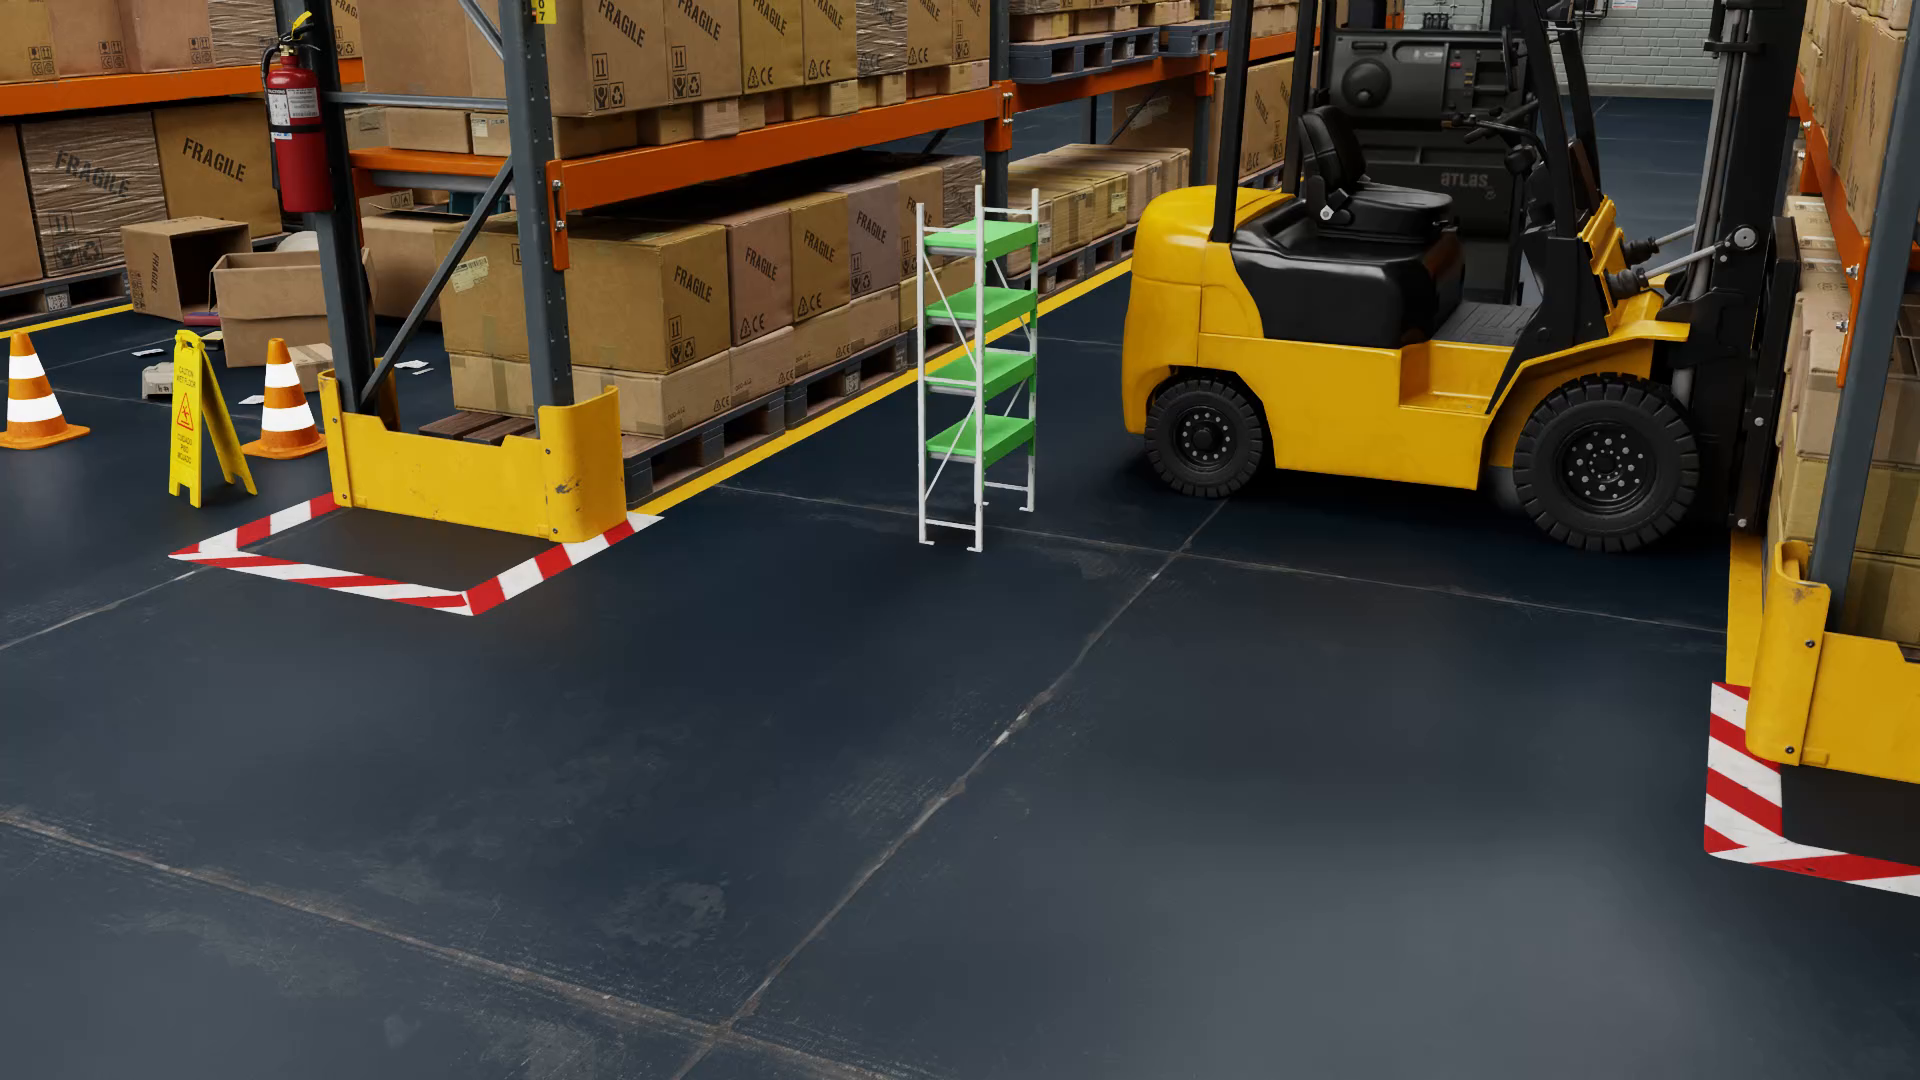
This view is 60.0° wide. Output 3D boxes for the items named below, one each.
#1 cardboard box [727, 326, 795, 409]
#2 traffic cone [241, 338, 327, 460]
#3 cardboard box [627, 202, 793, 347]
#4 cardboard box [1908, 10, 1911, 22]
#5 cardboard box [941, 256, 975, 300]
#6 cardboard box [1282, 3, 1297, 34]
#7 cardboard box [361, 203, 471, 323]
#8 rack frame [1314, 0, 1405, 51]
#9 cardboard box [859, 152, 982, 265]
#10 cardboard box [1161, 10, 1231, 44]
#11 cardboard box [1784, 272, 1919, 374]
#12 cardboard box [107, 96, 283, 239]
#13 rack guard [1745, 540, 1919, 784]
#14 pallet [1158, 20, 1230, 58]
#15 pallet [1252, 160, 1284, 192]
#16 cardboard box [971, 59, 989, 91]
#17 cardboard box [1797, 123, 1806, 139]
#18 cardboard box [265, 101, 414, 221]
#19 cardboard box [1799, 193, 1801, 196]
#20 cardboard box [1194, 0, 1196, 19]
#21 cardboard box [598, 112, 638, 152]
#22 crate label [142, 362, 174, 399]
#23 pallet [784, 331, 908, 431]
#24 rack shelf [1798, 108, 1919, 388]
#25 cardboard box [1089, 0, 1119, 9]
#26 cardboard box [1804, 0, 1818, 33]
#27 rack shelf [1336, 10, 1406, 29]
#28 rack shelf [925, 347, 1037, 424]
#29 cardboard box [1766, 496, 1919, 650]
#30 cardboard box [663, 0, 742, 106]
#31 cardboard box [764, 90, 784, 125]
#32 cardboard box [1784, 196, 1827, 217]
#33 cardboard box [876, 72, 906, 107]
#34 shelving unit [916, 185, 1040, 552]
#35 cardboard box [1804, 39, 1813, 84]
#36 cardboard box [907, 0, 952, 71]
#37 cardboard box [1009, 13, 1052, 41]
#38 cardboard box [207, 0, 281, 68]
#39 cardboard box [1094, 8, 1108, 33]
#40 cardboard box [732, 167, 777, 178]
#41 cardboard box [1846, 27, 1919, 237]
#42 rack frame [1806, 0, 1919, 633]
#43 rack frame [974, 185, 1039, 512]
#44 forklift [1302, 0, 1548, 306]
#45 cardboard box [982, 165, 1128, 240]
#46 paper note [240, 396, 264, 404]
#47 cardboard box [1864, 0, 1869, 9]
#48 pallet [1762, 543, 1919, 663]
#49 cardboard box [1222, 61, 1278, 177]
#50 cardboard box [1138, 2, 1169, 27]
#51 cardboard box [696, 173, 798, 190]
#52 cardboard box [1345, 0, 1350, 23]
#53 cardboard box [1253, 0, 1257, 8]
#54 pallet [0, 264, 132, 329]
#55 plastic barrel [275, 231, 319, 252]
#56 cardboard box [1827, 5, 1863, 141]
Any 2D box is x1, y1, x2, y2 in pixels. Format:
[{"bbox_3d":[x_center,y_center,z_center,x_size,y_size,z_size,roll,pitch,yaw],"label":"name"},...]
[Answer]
[{"bbox_3d":[-1.053,-0.770,7.133,0.500,0.250,0.500,9,22,25],"label":"cardboard box"},{"bbox_3d":[-2.852,-0.617,7.013,0.336,0.463,0.334,9,21,23],"label":"traffic cone"},{"bbox_3d":[-1.049,-1.136,7.043,0.500,0.500,0.500,8,21,21],"label":"cardboard box"},{"bbox_3d":[2.565,-1.321,4.089,0.380,0.149,0.250,9,21,23],"label":"cardboard box"},{"bbox_3d":[-0.210,-1.411,8.937,0.500,0.250,0.500,10,22,25],"label":"cardboard box"},{"bbox_3d":[2.675,-4.622,14.714,0.500,0.250,0.500,8,21,21],"label":"cardboard box"},{"bbox_3d":[-3.066,-1.563,9.409,0.797,0.637,0.503,9,21,23],"label":"cardboard box"},{"bbox_3d":[4.701,-6.395,19.473,1.000,3.000,0.127,9,21,23],"label":"rack frame"},{"bbox_3d":[-0.211,-1.764,8.811,0.500,0.500,0.500,8,21,22],"label":"cardboard box"},{"bbox_3d":[1.855,-3.994,12.946,0.500,0.250,0.500,8,21,22],"label":"cardboard box"},{"bbox_3d":[2.984,-0.693,5.426,0.500,0.250,0.500,9,21,23],"label":"cardboard box"},{"bbox_3d":[-5.092,-2.389,10.753,0.875,0.875,0.875,9,21,24],"label":"cardboard box"},{"bbox_3d":[2.669,0.361,4.206,1.175,0.500,0.348,9,21,23],"label":"rack guard"},{"bbox_3d":[1.230,-3.626,11.975,1.213,0.211,1.003,9,21,23],"label":"pallet"},{"bbox_3d":[2.317,-3.238,14.758,1.003,0.211,1.213,9,21,23],"label":"pallet"},{"bbox_3d":[-0.067,-2.468,8.807,0.380,0.149,0.250,8,21,22],"label":"cardboard box"},{"bbox_3d":[5.926,-2.781,11.447,0.380,0.149,0.250,7,21,20],"label":"cardboard box"},{"bbox_3d":[-4.598,-2.715,11.856,1.050,0.750,0.750,8,21,22],"label":"cardboard box"},{"bbox_3d":[4.845,-1.523,8.691,0.875,0.625,0.625,8,21,22],"label":"cardboard box"},{"bbox_3d":[1.505,-3.896,12.196,0.380,0.149,0.250,9,22,25],"label":"cardboard box"},{"bbox_3d":[-1.433,-1.540,6.197,0.380,0.149,0.250,9,21,24],"label":"cardboard box"},{"bbox_3d":[-3.739,-0.761,7.903,0.250,0.136,0.298,-2,20,-5],"label":"crate label"},{"bbox_3d":[-0.954,-0.828,7.982,1.003,0.211,1.213,9,21,23],"label":"pallet"},{"bbox_3d":[3.498,-1.096,5.648,1.077,0.370,4.000,9,21,23],"label":"rack shelf"},{"bbox_3d":[0.660,-3.518,10.164,0.500,0.500,0.500,8,21,22],"label":"cardboard box"},{"bbox_3d":[5.113,-3.022,9.466,0.500,0.250,0.500,8,21,21],"label":"cardboard box"},{"bbox_3d":[3.882,-5.444,17.875,1.077,0.370,4.000,9,21,23],"label":"rack shelf"},{"bbox_3d":[0.068,-0.556,5.931,0.258,0.148,0.480,9,21,23],"label":"rack shelf"},{"bbox_3d":[2.583,0.087,4.724,0.500,0.250,0.500,9,21,23],"label":"cardboard box"},{"bbox_3d":[-1.195,-1.956,6.400,0.500,0.500,0.500,9,22,24],"label":"cardboard box"},{"bbox_3d":[-0.976,-1.854,7.080,0.380,0.149,0.250,9,22,25],"label":"cardboard box"},{"bbox_3d":[3.832,-1.315,7.175,0.500,0.250,0.500,8,21,22],"label":"cardboard box"},{"bbox_3d":[-0.480,-2.157,7.932,0.380,0.149,0.250,8,21,22],"label":"cardboard box"},{"bbox_3d":[0.068,-0.616,5.910,0.258,1.200,0.503,9,21,23],"label":"shelving unit"},{"bbox_3d":[4.921,-2.627,9.102,0.500,0.250,0.500,9,22,24],"label":"cardboard box"},{"bbox_3d":[-0.373,-2.585,8.169,0.500,0.500,0.500,9,22,25],"label":"cardboard box"},{"bbox_3d":[0.301,-2.932,9.483,0.380,0.149,0.250,9,21,23],"label":"cardboard box"},{"bbox_3d":[-4.911,-3.331,10.635,0.875,0.550,0.550,9,21,23],"label":"cardboard box"},{"bbox_3d":[0.704,-3.252,10.385,0.380,0.149,0.250,9,21,23],"label":"cardboard box"},{"bbox_3d":[-1.123,-1.874,8.152,0.380,0.149,0.250,10,22,26],"label":"cardboard box"},{"bbox_3d":[2.641,-1.057,4.316,0.500,0.500,0.500,8,21,21],"label":"cardboard box"},{"bbox_3d":[2.679,-0.824,3.808,1.000,3.000,0.127,9,21,23],"label":"rack frame"},{"bbox_3d":[0.168,-0.691,6.120,0.240,1.200,0.015,9,21,23],"label":"rack frame"},{"bbox_3d":[2.258,-2.300,8.063,1.130,2.935,3.031,7,21,18],"label":"forklift"},{"bbox_3d":[0.574,-2.280,11.198,0.950,0.372,0.625,9,22,24],"label":"cardboard box"},{"bbox_3d":[-3.280,-0.667,7.798,0.148,0.019,0.142,1,20,4],"label":"paper note"},{"bbox_3d":[3.295,-1.868,5.627,0.380,0.149,0.250,8,21,22],"label":"cardboard box"},{"bbox_3d":[2.954,0.251,4.949,1.003,0.211,1.213,9,21,23],"label":"pallet"},{"bbox_3d":[2.152,-3.618,14.209,0.875,0.875,0.875,9,21,23],"label":"cardboard box"},{"bbox_3d":[1.189,-3.559,11.248,0.380,0.149,0.250,9,21,24],"label":"cardboard box"},{"bbox_3d":[-1.123,-1.515,8.111,0.500,0.500,0.500,10,22,26],"label":"cardboard box"},{"bbox_3d":[3.704,-5.480,16.752,0.500,0.500,0.500,9,21,23],"label":"cardboard box"},{"bbox_3d":[2.070,-4.393,13.322,0.500,0.250,0.500,9,22,24],"label":"cardboard box"},{"bbox_3d":[-5.652,-1.465,9.773,1.003,0.211,1.213,9,21,23],"label":"pallet"},{"bbox_3d":[-3.836,-1.604,9.846,0.421,0.421,0.512,-9,22,-24],"label":"plastic barrel"},{"bbox_3d":[3.492,-1.677,6.059,0.500,0.500,0.500,8,21,22],"label":"cardboard box"}]
